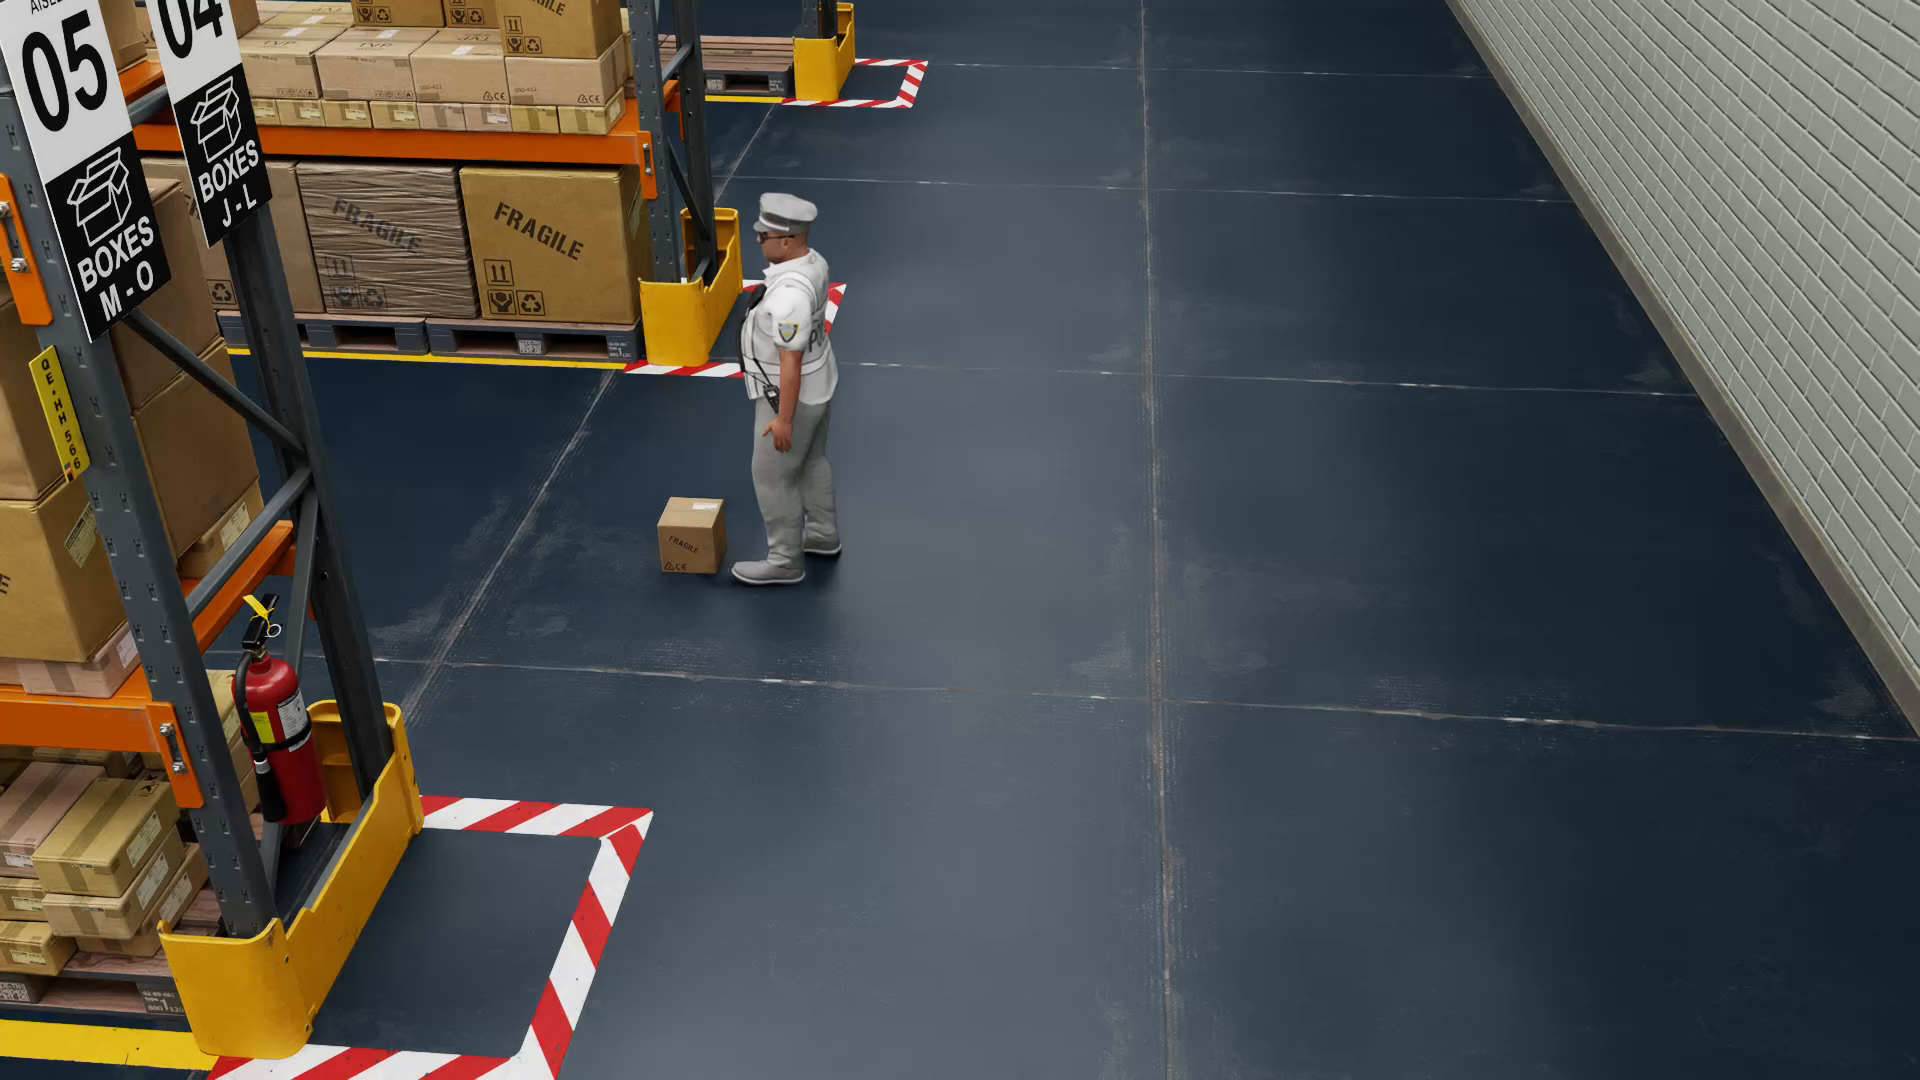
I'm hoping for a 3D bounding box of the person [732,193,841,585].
[{"bbox_3d":[-0.774,-0.636,7.150,0.484,1.754,0.540,3,32,5],"label":"person"}]
